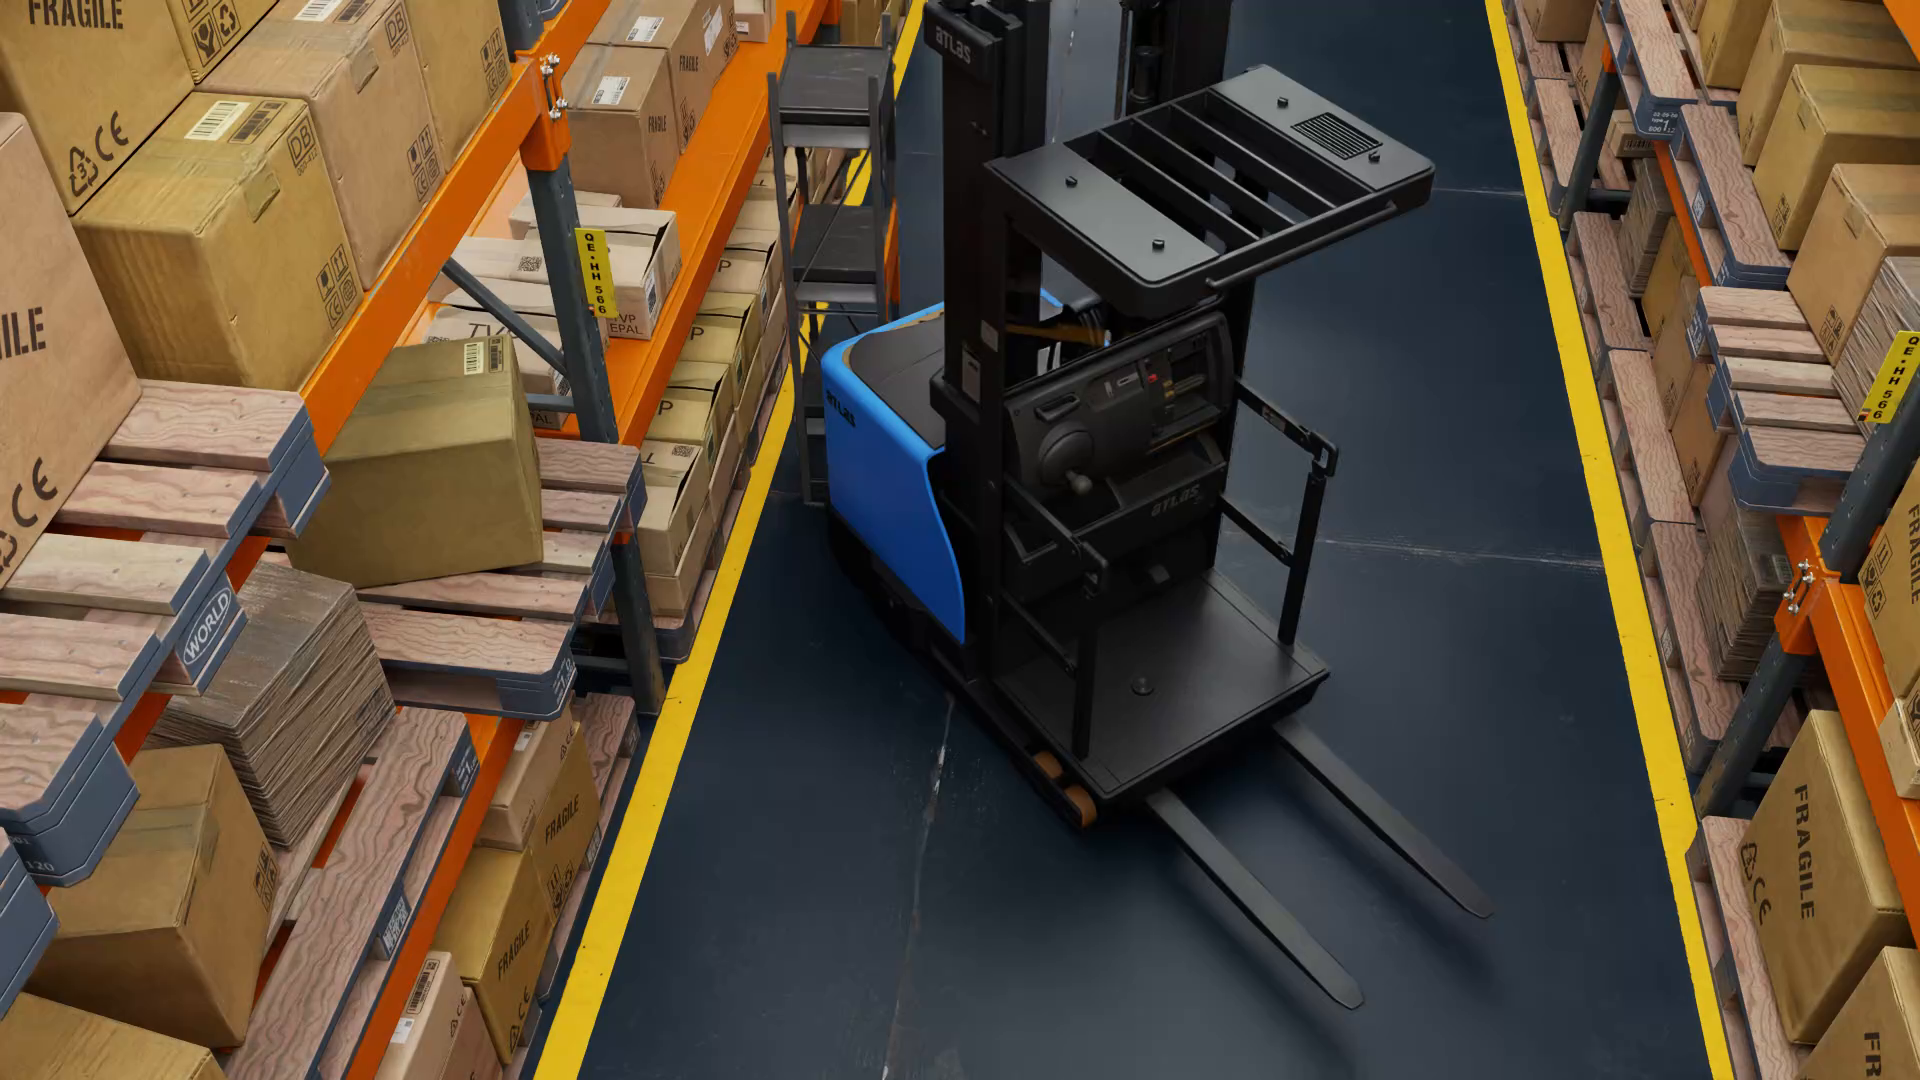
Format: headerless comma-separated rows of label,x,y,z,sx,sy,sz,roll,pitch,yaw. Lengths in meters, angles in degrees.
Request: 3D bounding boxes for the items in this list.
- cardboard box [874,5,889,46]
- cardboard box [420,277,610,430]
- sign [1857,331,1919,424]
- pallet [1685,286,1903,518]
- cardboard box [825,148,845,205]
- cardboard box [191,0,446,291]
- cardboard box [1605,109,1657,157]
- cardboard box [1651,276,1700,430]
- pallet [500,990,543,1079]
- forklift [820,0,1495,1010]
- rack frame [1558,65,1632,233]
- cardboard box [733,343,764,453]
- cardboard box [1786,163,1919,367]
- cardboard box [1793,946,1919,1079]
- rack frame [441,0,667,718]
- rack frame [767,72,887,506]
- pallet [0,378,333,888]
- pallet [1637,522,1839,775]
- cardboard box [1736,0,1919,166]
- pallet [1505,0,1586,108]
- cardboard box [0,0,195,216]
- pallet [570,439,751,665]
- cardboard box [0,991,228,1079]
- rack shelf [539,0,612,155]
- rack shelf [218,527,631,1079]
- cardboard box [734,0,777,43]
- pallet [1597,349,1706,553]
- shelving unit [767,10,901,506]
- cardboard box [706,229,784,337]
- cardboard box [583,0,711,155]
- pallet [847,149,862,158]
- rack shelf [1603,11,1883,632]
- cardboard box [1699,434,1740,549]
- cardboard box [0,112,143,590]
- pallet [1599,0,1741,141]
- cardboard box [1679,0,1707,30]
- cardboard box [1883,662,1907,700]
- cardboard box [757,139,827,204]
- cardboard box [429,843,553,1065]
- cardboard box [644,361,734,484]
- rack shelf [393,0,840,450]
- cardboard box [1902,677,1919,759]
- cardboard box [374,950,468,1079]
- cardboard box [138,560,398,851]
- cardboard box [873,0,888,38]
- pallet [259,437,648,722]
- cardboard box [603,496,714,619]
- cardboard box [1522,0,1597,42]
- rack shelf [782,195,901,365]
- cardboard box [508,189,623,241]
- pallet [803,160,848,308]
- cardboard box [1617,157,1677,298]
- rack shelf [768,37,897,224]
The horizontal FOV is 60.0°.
cardboard box,-0.710,-2.989,9.941,0.500,0.250,0.500,5,44,6
cardboard box,-1.581,-0.691,5.886,0.500,0.311,0.500,8,44,8
sign,2.699,-0.467,4.799,0.100,0.325,0.005,5,44,6
pallet,3.227,-0.458,5.714,1.213,0.211,1.003,5,44,6
cardboard box,-0.911,-2.051,8.951,0.500,0.250,0.500,5,44,5
cardboard box,-1.764,-0.957,3.847,0.910,0.500,0.500,5,44,6
cardboard box,3.808,-2.256,9.214,0.380,0.166,0.250,0,43,0
cardboard box,3.560,-0.806,7.440,0.700,0.500,0.500,6,44,6
pallet,-1.972,1.867,5.147,1.003,0.211,1.213,5,44,6
forklift,0.683,-0.378,5.539,1.130,2.935,3.031,-25,49,-24
rack frame,3.767,-2.758,8.003,1.000,3.000,0.127,5,44,6
cardboard box,-1.184,-0.662,7.484,0.500,0.250,0.500,4,44,4
cardboard box,3.338,-0.933,5.683,0.700,0.500,0.500,1,43,2
cardboard box,2.889,1.682,4.573,0.750,0.750,0.750,5,44,5
rack frame,-1.672,-0.480,5.597,1.000,3.000,0.127,5,44,6
rack frame,-0.497,-0.914,6.711,0.400,2.100,0.015,3,43,3
pallet,-1.911,0.080,2.961,1.213,0.211,1.003,5,44,6
pallet,3.343,0.448,6.645,1.003,0.211,1.213,5,44,6
cardboard box,3.529,-1.779,6.576,0.700,0.500,0.500,11,45,11
pallet,3.980,-3.040,10.330,1.003,0.211,1.213,5,44,6
cardboard box,-1.871,-0.977,3.140,0.500,0.500,0.500,5,44,6
pallet,-1.525,-0.025,7.145,1.003,0.211,1.213,5,44,6
cardboard box,-1.889,1.281,3.360,0.700,0.500,0.500,12,45,12
rack shelf,-1.408,-2.671,6.253,1.077,0.370,4.000,5,44,6
rack shelf,-1.937,1.144,4.405,1.077,0.370,4.000,5,44,6
cardboard box,-1.078,-2.541,7.872,0.396,0.266,0.258,4,44,4
pallet,3.507,-0.381,7.521,1.003,0.211,1.213,5,44,6
shelving unit,-0.481,-1.082,6.888,0.431,2.100,0.503,3,43,3
cardboard box,-1.114,-1.224,7.670,0.500,0.311,0.500,5,44,5
cardboard box,-1.397,-2.020,7.151,0.500,0.500,0.500,5,44,6
pallet,-0.997,-2.732,10.003,1.003,0.211,1.213,5,44,6
rack shelf,3.503,-1.134,6.811,1.077,0.370,4.000,5,44,6
cardboard box,3.465,-0.120,6.715,0.700,0.500,0.500,5,44,5
cardboard box,-1.888,-0.314,2.790,0.600,0.600,0.600,4,44,4
pallet,3.522,-2.181,7.533,1.003,0.211,1.213,5,44,6
cardboard box,3.666,-2.610,7.455,0.700,0.500,0.500,5,44,6
cardboard box,2.923,0.426,4.809,0.380,0.149,0.250,6,44,6
cardboard box,-0.975,-1.906,8.390,0.500,0.311,0.500,6,44,7
cardboard box,-1.632,1.279,5.237,0.500,0.500,0.500,4,44,4
cardboard box,-1.251,-0.527,6.933,0.500,0.311,0.500,4,44,4
rack shelf,-1.408,-1.582,7.284,1.077,0.370,4.000,5,44,6
cardboard box,2.842,0.480,4.280,0.500,0.500,0.500,7,44,7
cardboard box,-1.698,1.391,4.574,0.500,0.250,0.500,4,44,5
cardboard box,-1.954,0.377,4.314,0.700,0.500,0.500,13,45,13
cardboard box,-0.714,-3.261,9.684,0.500,0.500,0.500,5,44,6
pallet,-1.692,0.058,5.169,1.213,0.211,1.003,5,44,6
cardboard box,-1.312,0.036,6.747,0.500,0.250,0.500,5,44,5
cardboard box,3.893,-3.389,10.168,0.700,0.500,0.500,3,44,3
rack shelf,-0.481,-1.072,6.897,0.431,0.518,0.480,3,43,3
cardboard box,-1.560,-1.263,6.607,0.380,0.149,0.250,8,44,9
pallet,-1.202,-1.688,8.901,1.003,0.211,1.213,5,44,6
cardboard box,3.686,-1.507,8.180,0.700,0.500,0.500,7,44,7
rack shelf,-0.481,-1.580,6.416,0.431,0.518,0.480,3,43,3
